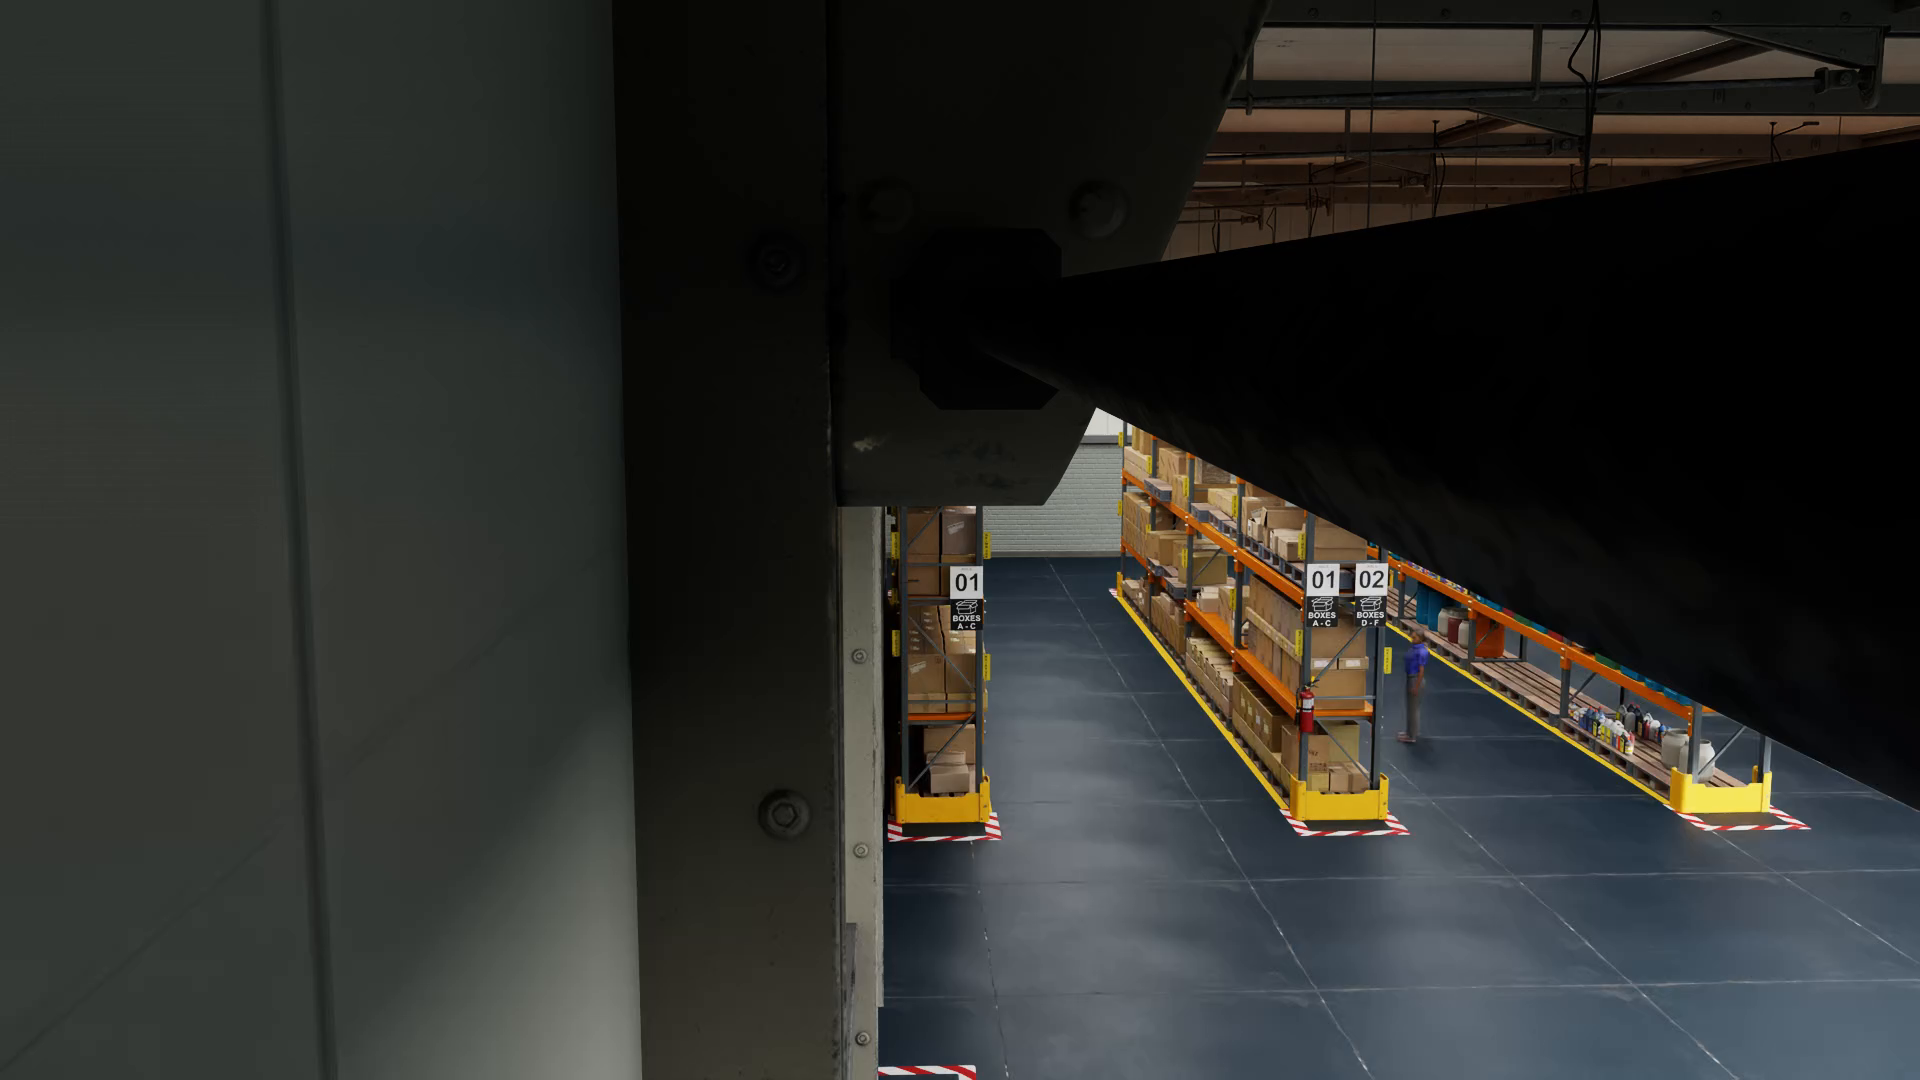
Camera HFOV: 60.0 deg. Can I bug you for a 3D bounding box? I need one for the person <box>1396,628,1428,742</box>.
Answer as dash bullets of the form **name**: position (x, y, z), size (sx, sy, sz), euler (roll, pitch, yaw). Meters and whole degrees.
- **person**: position (6.592, 2.114, 24.287), size (0.398, 1.664, 0.533), euler (1, 8, 4)
